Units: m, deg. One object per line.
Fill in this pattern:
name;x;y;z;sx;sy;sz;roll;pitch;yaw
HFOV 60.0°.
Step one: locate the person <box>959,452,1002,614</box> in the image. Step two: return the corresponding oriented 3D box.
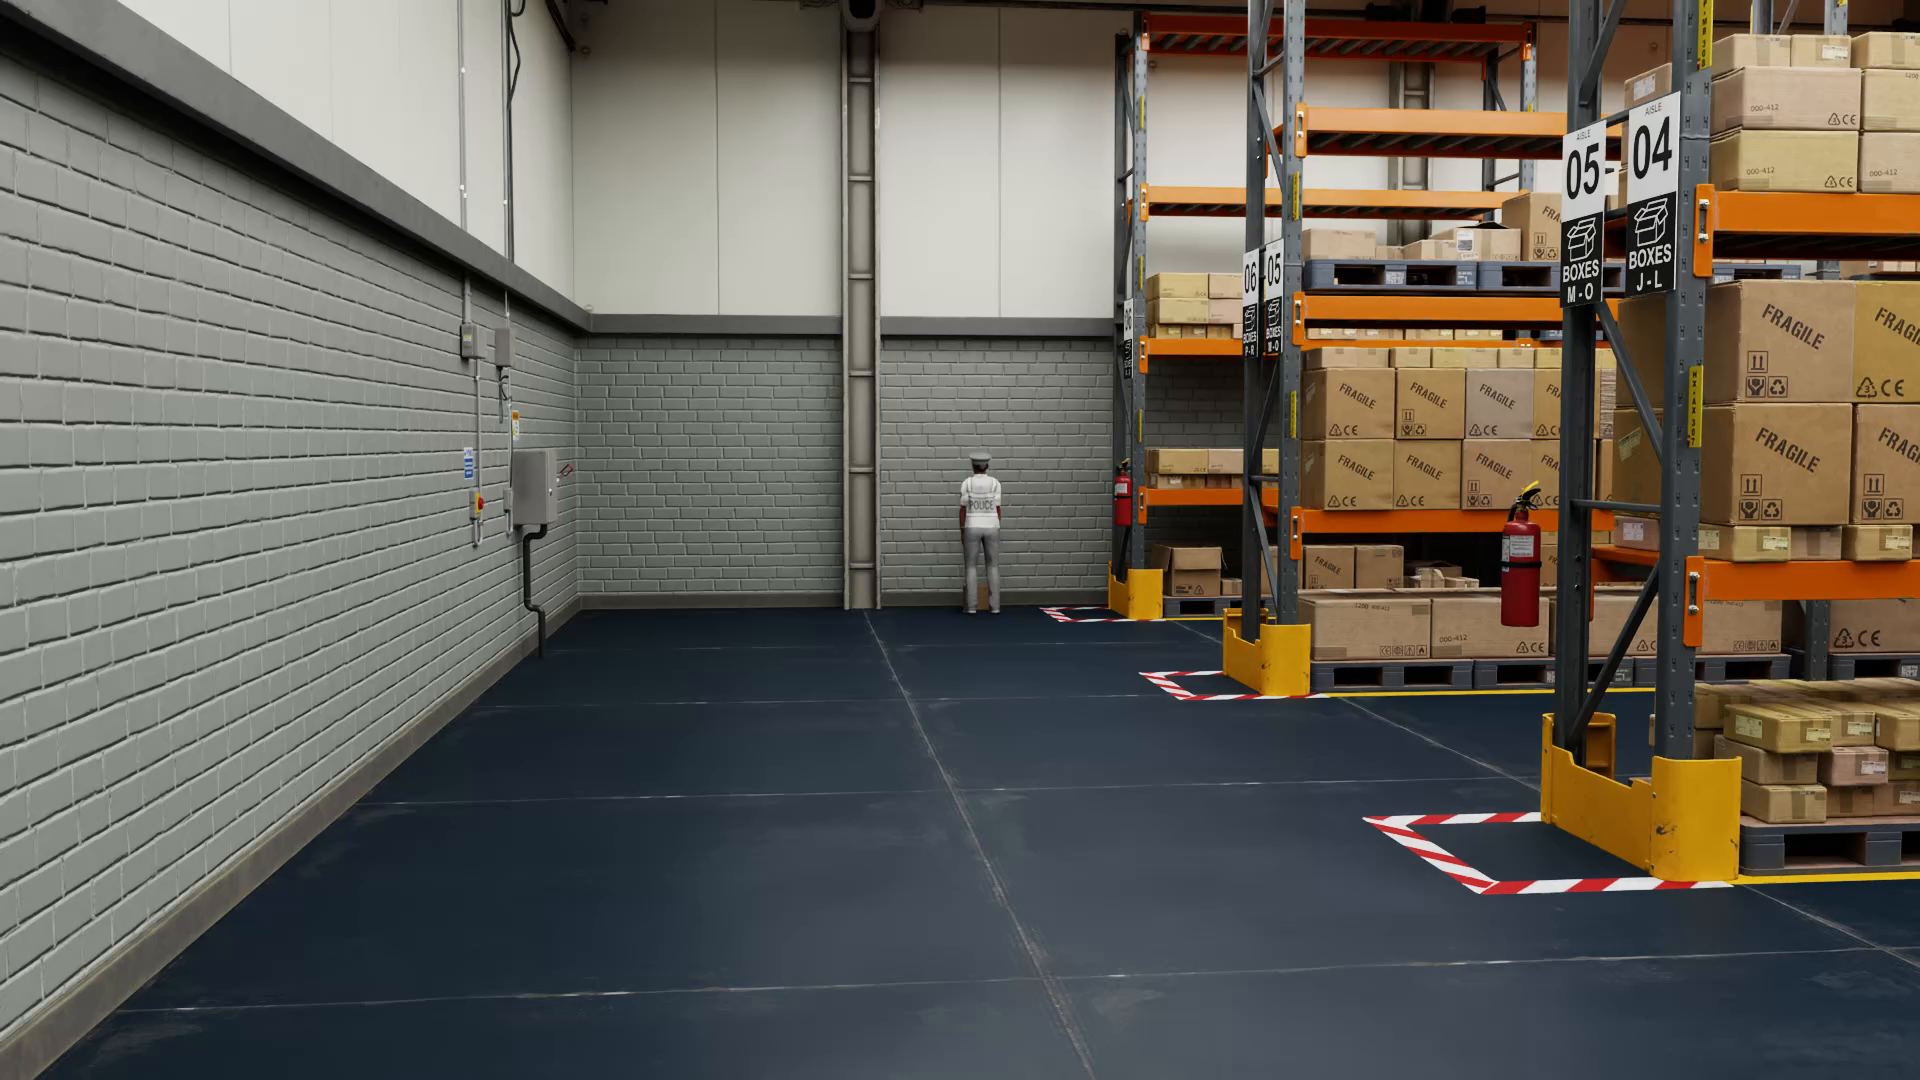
person;0.206;-0.070;17.172;0.437;1.669;0.341;0;3;-5
